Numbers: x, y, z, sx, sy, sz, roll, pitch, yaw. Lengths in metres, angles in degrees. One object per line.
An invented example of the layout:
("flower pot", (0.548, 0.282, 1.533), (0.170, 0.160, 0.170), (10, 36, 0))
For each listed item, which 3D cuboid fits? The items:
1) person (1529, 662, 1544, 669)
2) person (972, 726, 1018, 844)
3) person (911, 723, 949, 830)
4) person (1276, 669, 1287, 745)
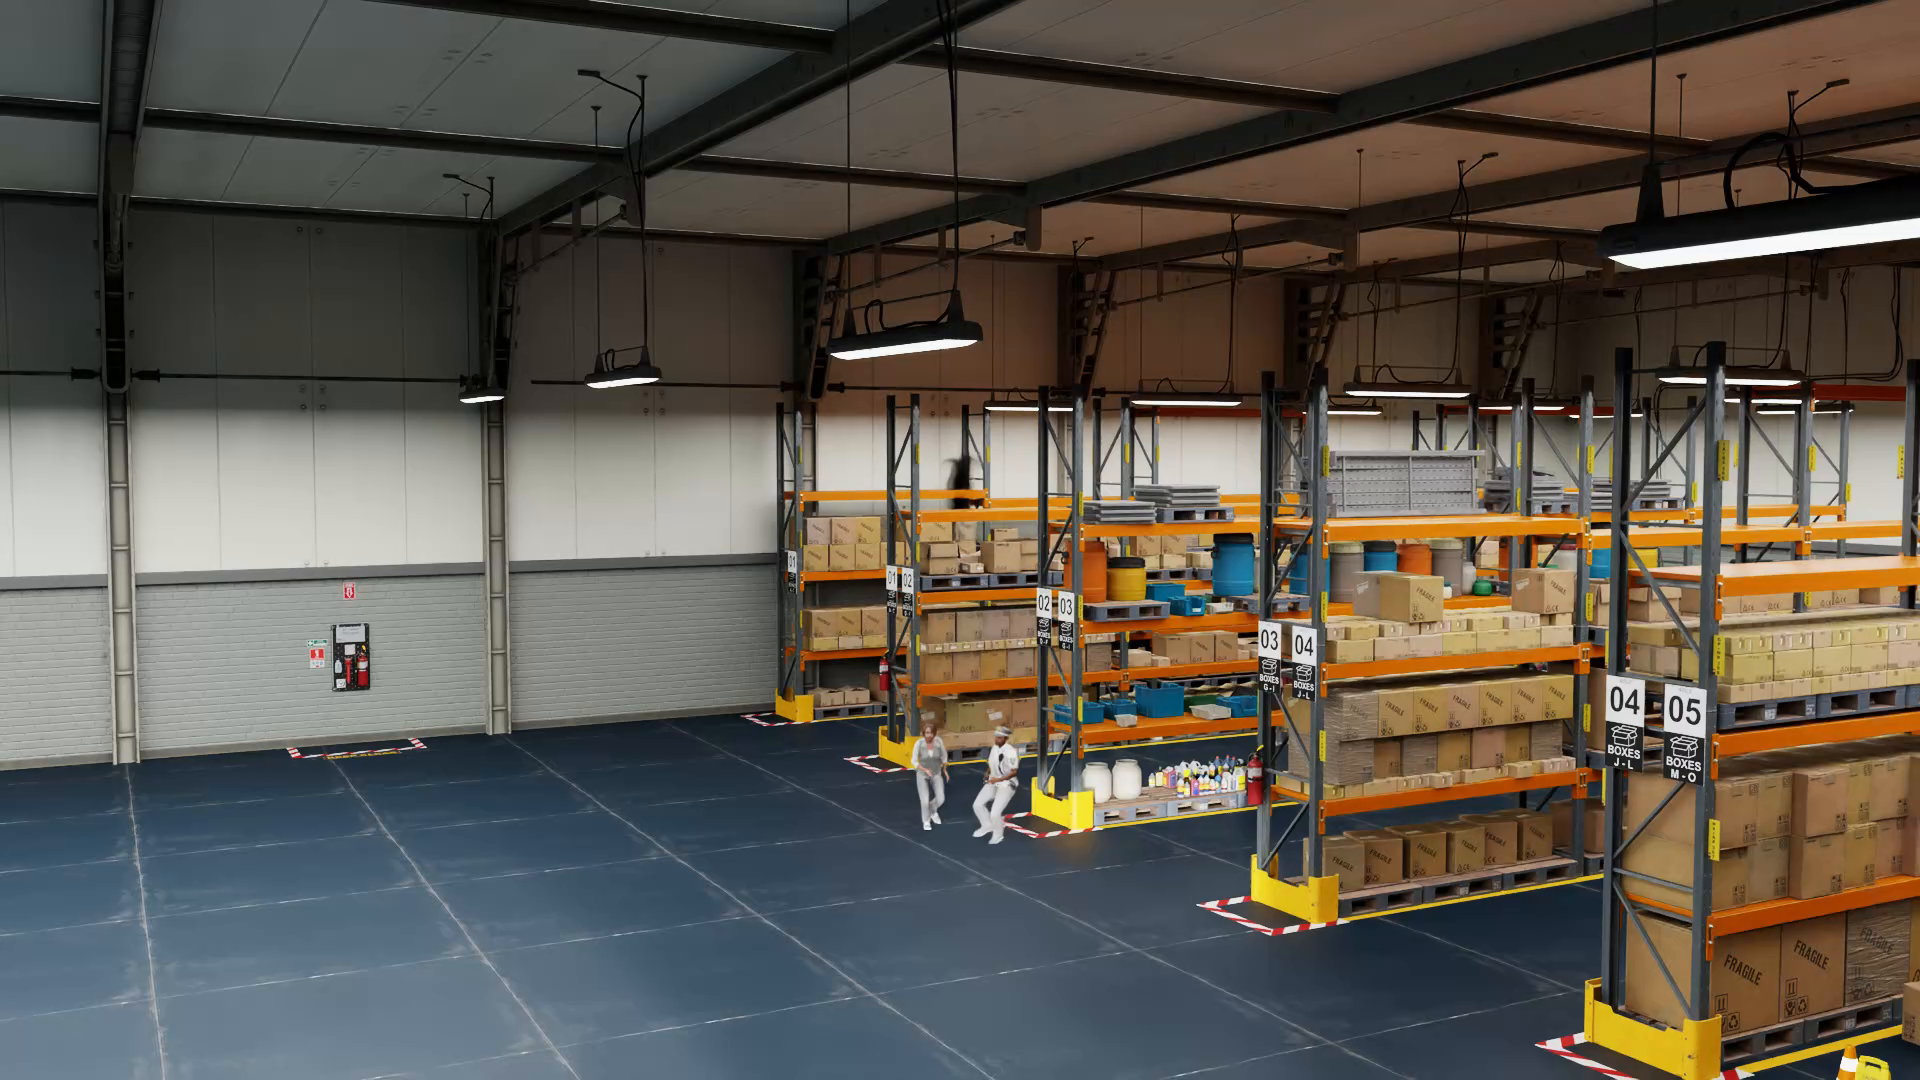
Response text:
("person", (10.525, 2.633, 30.338), (0.713, 1.623, 0.573), (-1, 3, -22))
("person", (0.438, 3.180, 21.495), (0.772, 1.612, 0.590), (3, 4, 41))
("person", (-0.405, 3.162, 22.224), (0.523, 1.491, 0.704), (-1, 3, -11))
("person", (5.459, 2.722, 28.655), (0.645, 1.636, 0.616), (-2, 4, -28))
